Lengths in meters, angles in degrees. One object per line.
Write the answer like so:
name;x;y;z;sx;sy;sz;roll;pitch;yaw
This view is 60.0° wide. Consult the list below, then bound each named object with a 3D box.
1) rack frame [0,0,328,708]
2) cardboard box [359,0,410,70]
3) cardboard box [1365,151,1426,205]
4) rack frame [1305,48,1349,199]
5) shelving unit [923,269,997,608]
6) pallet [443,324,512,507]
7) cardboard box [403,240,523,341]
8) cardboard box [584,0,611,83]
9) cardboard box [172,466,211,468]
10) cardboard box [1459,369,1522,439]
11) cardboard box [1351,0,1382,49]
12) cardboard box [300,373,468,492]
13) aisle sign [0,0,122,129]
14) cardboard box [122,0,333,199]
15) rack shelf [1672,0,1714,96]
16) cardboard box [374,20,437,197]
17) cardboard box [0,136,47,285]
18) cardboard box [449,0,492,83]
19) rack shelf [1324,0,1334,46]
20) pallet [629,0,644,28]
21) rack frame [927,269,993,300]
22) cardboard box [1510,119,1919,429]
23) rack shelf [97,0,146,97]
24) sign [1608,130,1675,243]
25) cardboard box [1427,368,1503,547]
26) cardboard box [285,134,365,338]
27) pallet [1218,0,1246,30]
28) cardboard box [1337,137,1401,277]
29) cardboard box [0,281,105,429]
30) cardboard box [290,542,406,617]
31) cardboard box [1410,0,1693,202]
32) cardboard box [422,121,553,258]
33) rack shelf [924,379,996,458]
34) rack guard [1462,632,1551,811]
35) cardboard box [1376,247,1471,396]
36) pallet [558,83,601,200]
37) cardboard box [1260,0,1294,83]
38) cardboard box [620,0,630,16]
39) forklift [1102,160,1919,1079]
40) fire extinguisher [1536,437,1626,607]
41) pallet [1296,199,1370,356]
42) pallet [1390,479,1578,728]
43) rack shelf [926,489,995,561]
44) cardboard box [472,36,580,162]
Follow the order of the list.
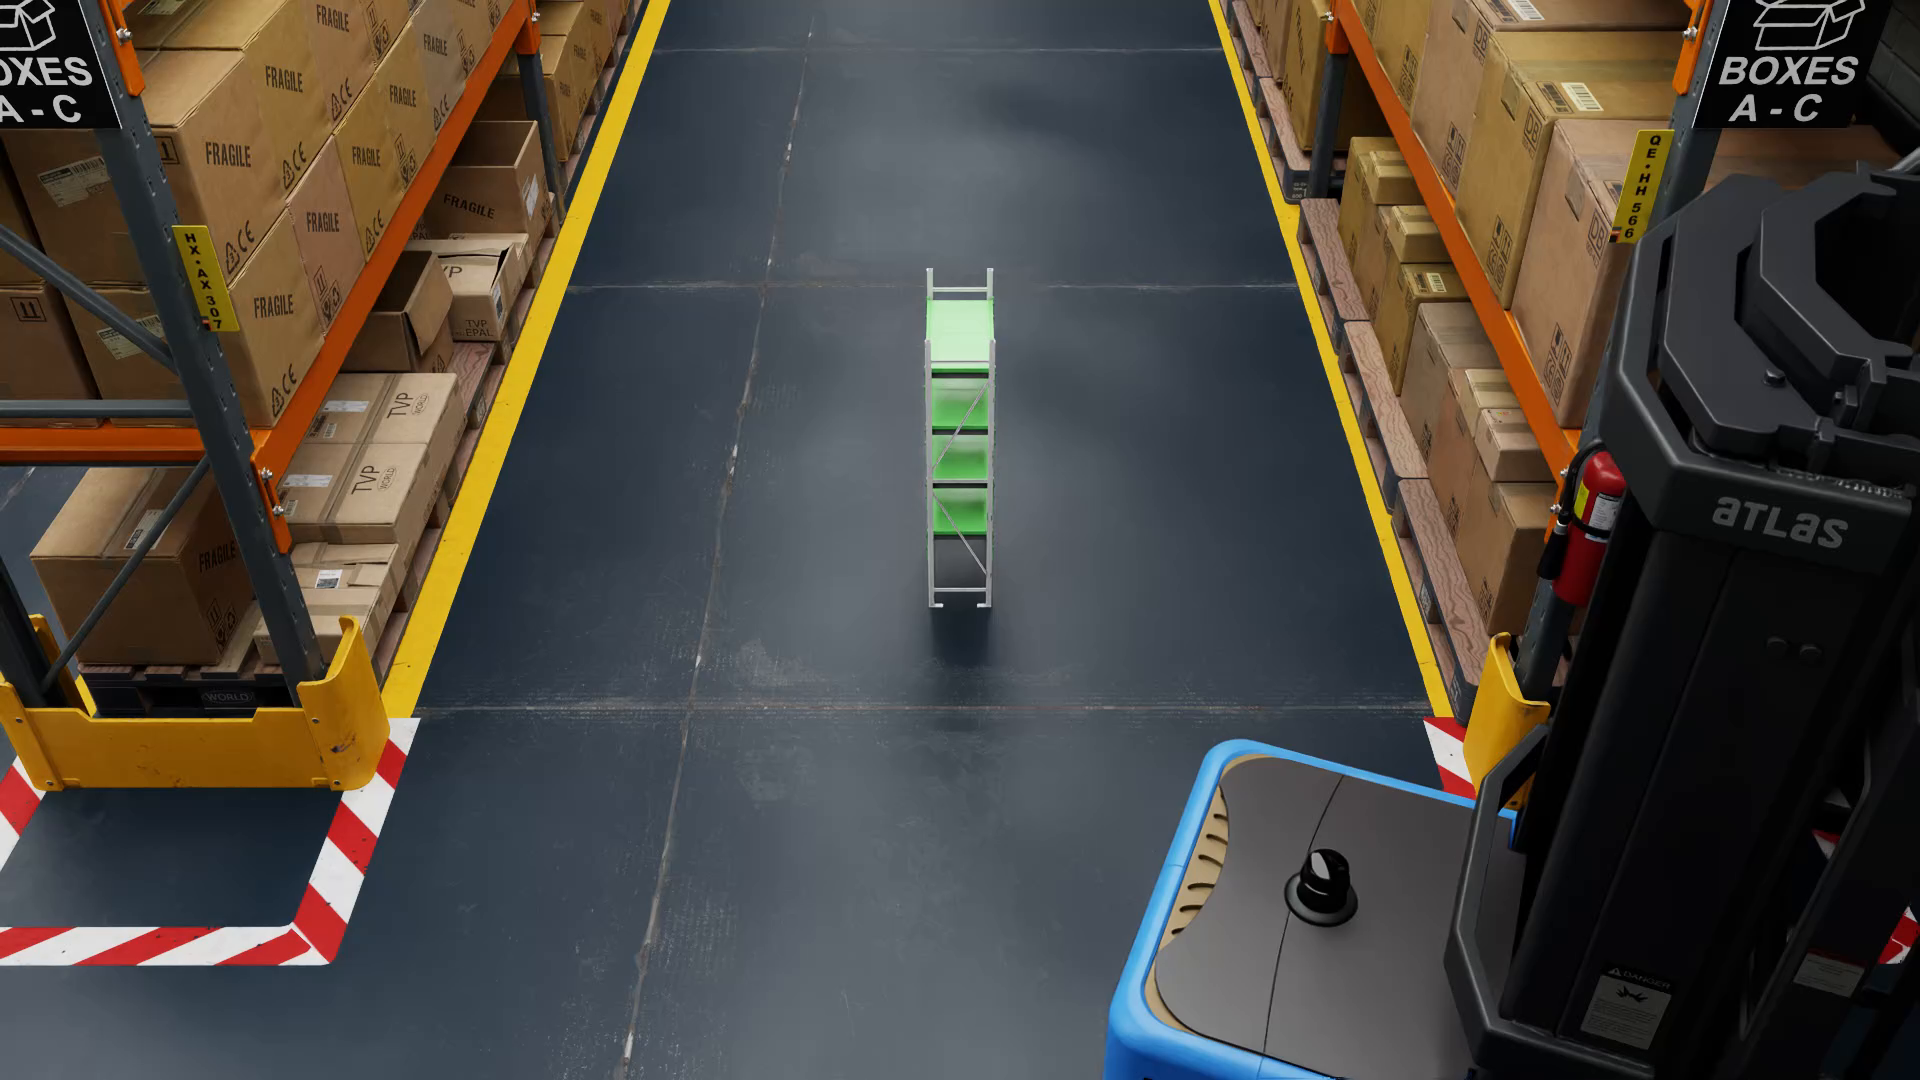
rack frame;-2.607;-0.374;4.817;1.000;3.000;0.127;0;39;0
cardboard box;-2.349;-2.038;6.015;0.500;0.500;0.500;0;39;0
cardboard box;2.058;-1.640;7.543;0.380;0.149;0.250;1;39;1
rack frame;2.342;-2.881;7.946;1.000;3.000;0.127;0;39;0
shelving unit;0.000;-0.365;6.246;0.258;1.200;0.503;0;39;0
pallet;-2.607;-0.592;7.321;1.003;0.211;1.213;0;39;0
cardboard box;-2.326;-1.172;7.612;0.500;0.311;0.500;0;39;0
cardboard box;-2.373;-3.020;9.767;0.500;0.500;0.500;0;39;0
cardboard box;-2.825;-0.406;6.705;0.500;0.250;0.500;0;39;0
cardboard box;2.063;-0.499;6.118;0.380;0.149;0.250;1;39;1
cardboard box;2.326;-2.659;7.429;0.980;0.700;0.700;1;39;1
cardboard box;-2.325;-0.438;6.745;0.500;0.250;0.500;0;39;0
aisle sign;-2.313;-1.346;3.952;0.394;0.787;0.004;0;39;0
cardboard box;-2.352;-1.407;5.228;0.500;0.500;0.500;0;39;0
rack shelf;2.344;-2.520;5.672;1.077;0.370;4.000;0;39;0
cardboard box;-2.346;-1.639;6.317;0.500;0.500;0.500;0;39;1
cardboard box;-2.882;-1.081;4.821;0.500;0.500;0.500;0;39;0
cardboard box;-2.352;-2.279;7.115;0.500;0.500;0.500;1;39;1
rack shelf;2.340;-3.851;9.732;1.077;0.370;4.000;0;39;0
pallet;-2.653;-3.821;11.350;1.003;0.211;1.213;0;39;0
rack frame;0.000;-0.517;6.436;0.240;1.200;0.015;0;39;0
cardboard box;2.336;-0.815;5.129;0.980;0.700;0.700;2;39;2
rack shelf;-2.609;-2.514;5.665;1.077;0.370;4.000;0;39;0
sign;1.804;-0.932;4.399;0.100;0.325;0.005;0;39;0
cardboard box;2.245;-0.318;6.412;0.700;0.500;0.500;0;39;0
cardboard box;-2.350;-1.013;5.535;0.500;0.500;0.500;0;39;0
pallet;2.263;-3.801;11.324;1.003;0.211;1.213;0;39;0
cardboard box;2.240;-1.602;8.013;0.700;0.500;0.500;0;39;1
cardboard box;-2.880;-0.692;5.135;0.500;0.500;0.500;1;39;1
cardboard box;-2.264;0.142;6.088;0.380;0.166;0.250;0;39;0
cardboard box;2.332;-1.747;6.292;0.980;0.700;0.700;-2;39;-2
cardboard box;-2.327;-1.715;8.139;0.500;0.500;0.500;0;39;0
rack shelf;0.000;-0.502;6.136;0.258;0.148;0.480;0;39;0
rack guard;2.347;0.611;5.588;1.175;0.500;0.348;0;39;0
cardboard box;2.236;-0.966;7.220;0.700;0.500;0.500;1;39;1
pallet;-2.650;-2.295;9.446;1.003;0.211;1.213;0;39;0
cardboard box;2.207;-3.168;9.688;0.750;0.750;0.750;1;39;1
cardboard box;-2.380;-3.664;10.571;0.500;0.500;0.500;-1;39;-2
forklift;1.891;0.819;3.384;3.031;2.935;1.130;14;41;17
fire extinguisher;1.885;-0.109;4.848;0.296;0.674;0.183;0;39;0
pallet;2.265;-1.317;8.225;1.003;0.211;1.213;0;39;0
pallet;2.268;0.209;6.321;1.003;0.211;1.213;0;39;0
rack shelf;0.000;-0.128;6.436;0.258;0.148;0.480;0;39;0
cardboard box;-2.368;-2.374;8.961;0.500;0.500;0.500;-2;39;-2
